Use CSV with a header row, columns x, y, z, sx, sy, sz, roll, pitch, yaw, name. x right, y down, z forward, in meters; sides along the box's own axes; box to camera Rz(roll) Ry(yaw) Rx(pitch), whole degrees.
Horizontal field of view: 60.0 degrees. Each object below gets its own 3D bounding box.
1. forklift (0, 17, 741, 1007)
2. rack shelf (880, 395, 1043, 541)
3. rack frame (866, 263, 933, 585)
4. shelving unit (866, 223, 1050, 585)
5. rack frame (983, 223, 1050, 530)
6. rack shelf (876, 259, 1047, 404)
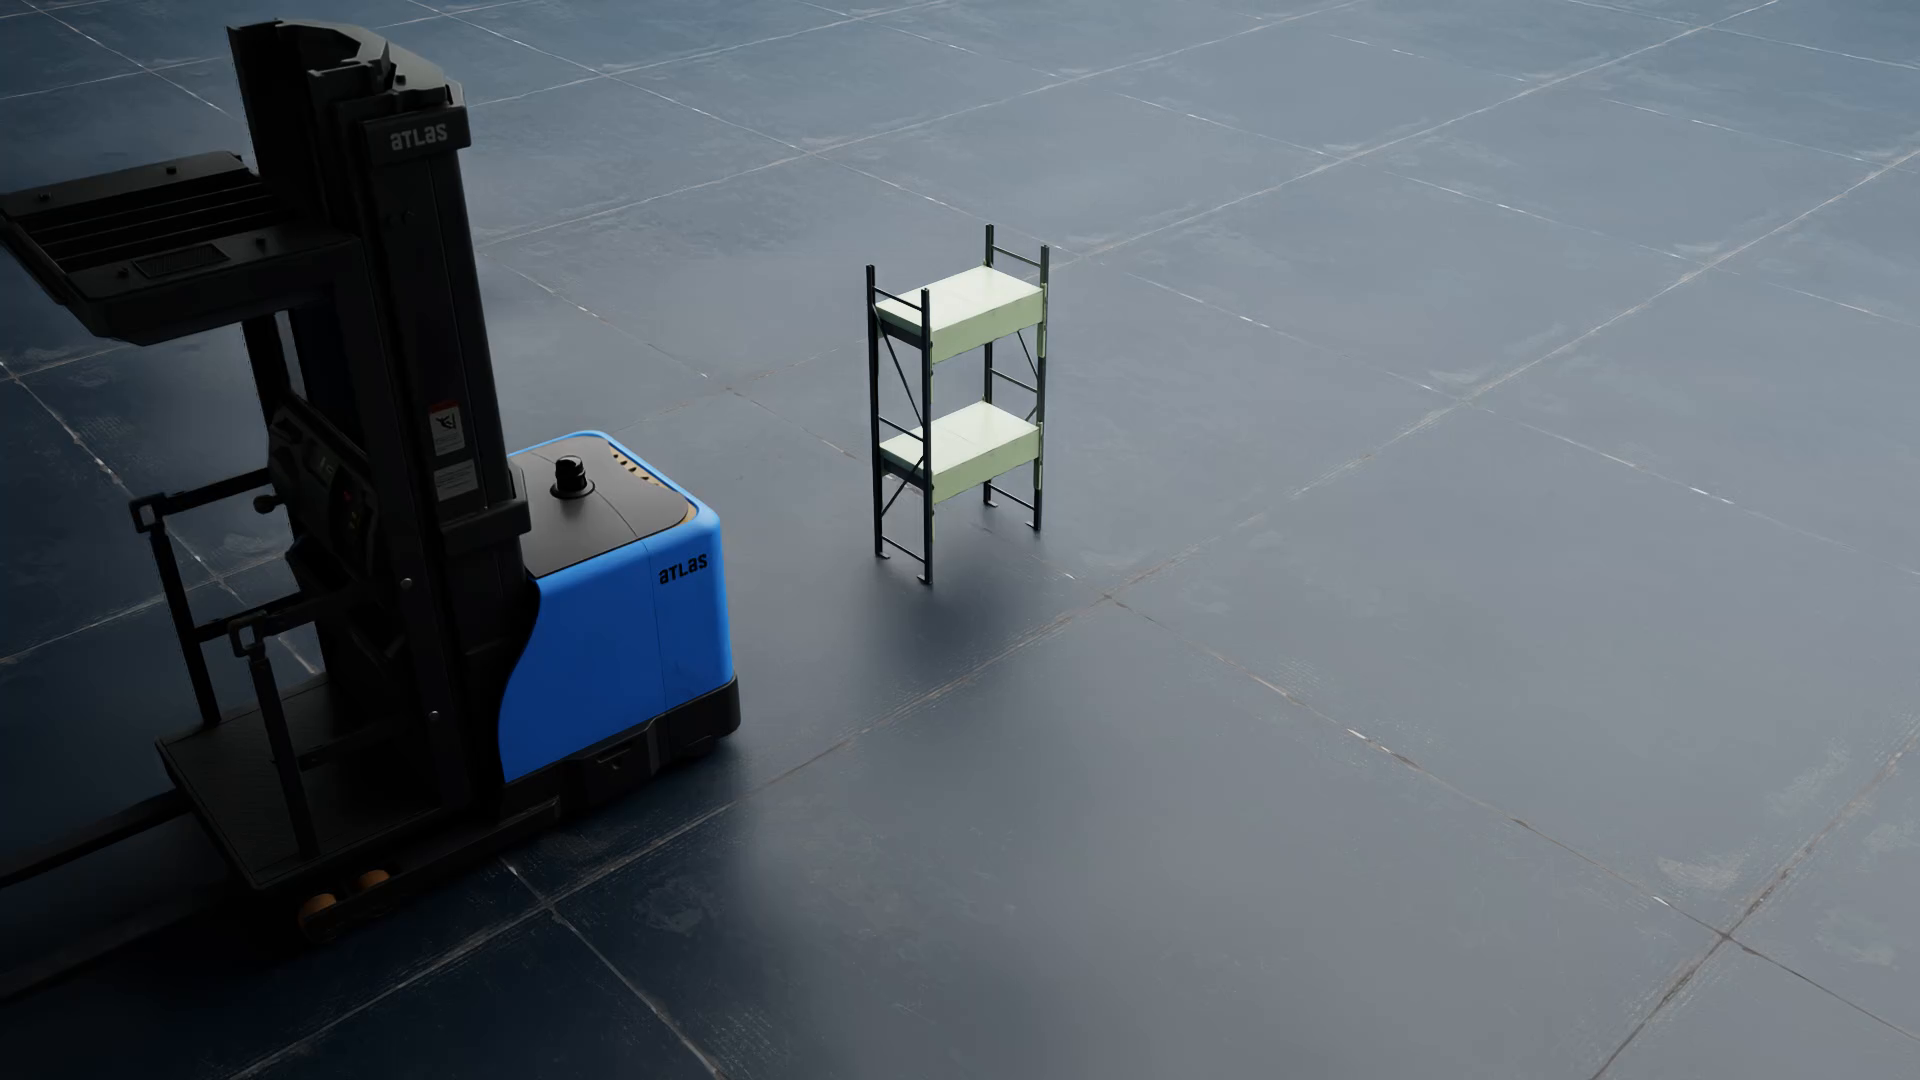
x,y,z,sx,sy,sz,roll,pitch,yaw,name
-2.363,-0.133,5.659,3.031,2.935,1.130,-23,39,-33,forklift
-0.005,-0.359,8.025,0.720,0.370,0.431,-26,40,-35,rack shelf
-0.273,-0.508,7.643,0.023,1.500,0.400,-26,40,-35,rack frame
-0.005,-0.637,7.855,0.755,1.500,0.431,-26,40,-35,shelving unit
0.264,-0.767,8.067,0.023,1.500,0.400,-26,40,-35,rack frame
-0.005,-0.970,7.651,0.720,0.370,0.431,-26,40,-35,rack shelf
